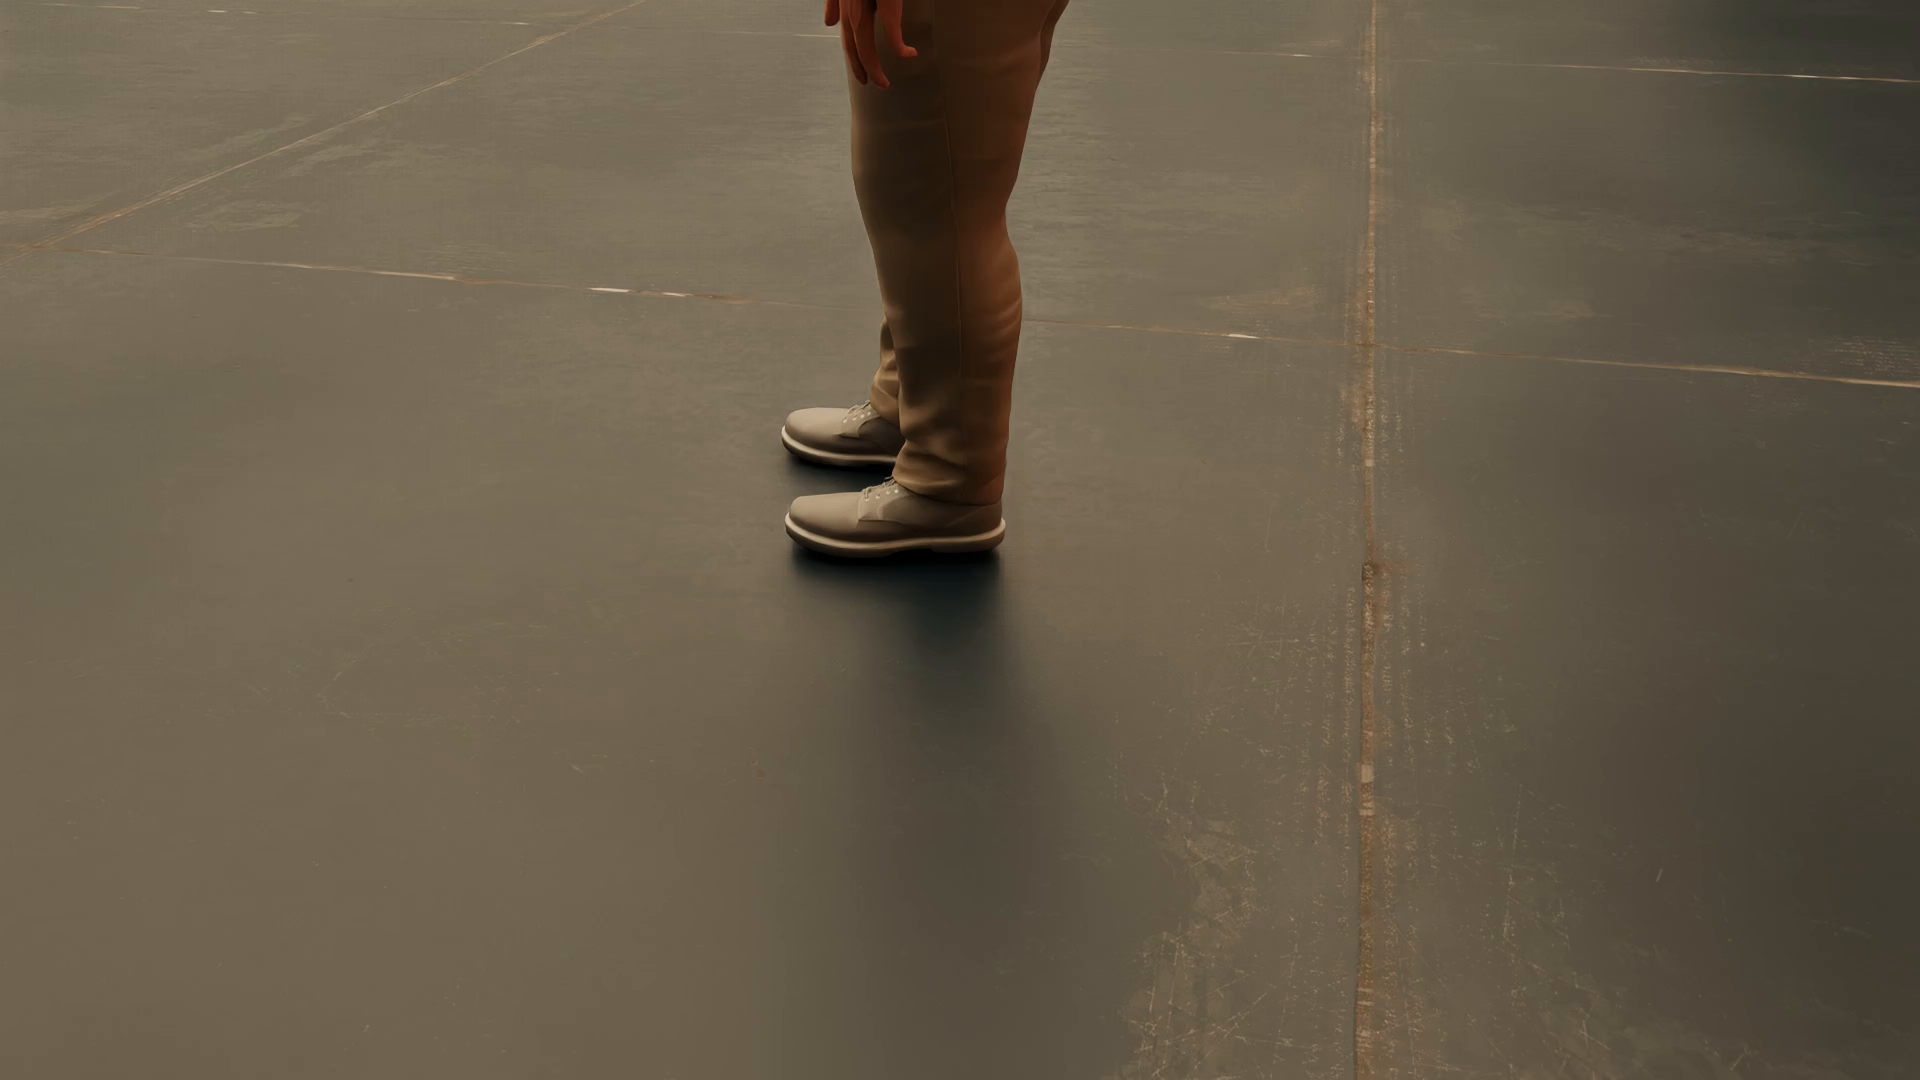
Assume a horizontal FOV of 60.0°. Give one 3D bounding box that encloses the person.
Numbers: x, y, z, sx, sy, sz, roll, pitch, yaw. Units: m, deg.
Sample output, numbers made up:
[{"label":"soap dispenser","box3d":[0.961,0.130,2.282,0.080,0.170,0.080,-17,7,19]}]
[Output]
[{"label":"person","box3d":[-0.085,-0.792,2.136,0.551,1.727,0.640,6,27,11]}]
